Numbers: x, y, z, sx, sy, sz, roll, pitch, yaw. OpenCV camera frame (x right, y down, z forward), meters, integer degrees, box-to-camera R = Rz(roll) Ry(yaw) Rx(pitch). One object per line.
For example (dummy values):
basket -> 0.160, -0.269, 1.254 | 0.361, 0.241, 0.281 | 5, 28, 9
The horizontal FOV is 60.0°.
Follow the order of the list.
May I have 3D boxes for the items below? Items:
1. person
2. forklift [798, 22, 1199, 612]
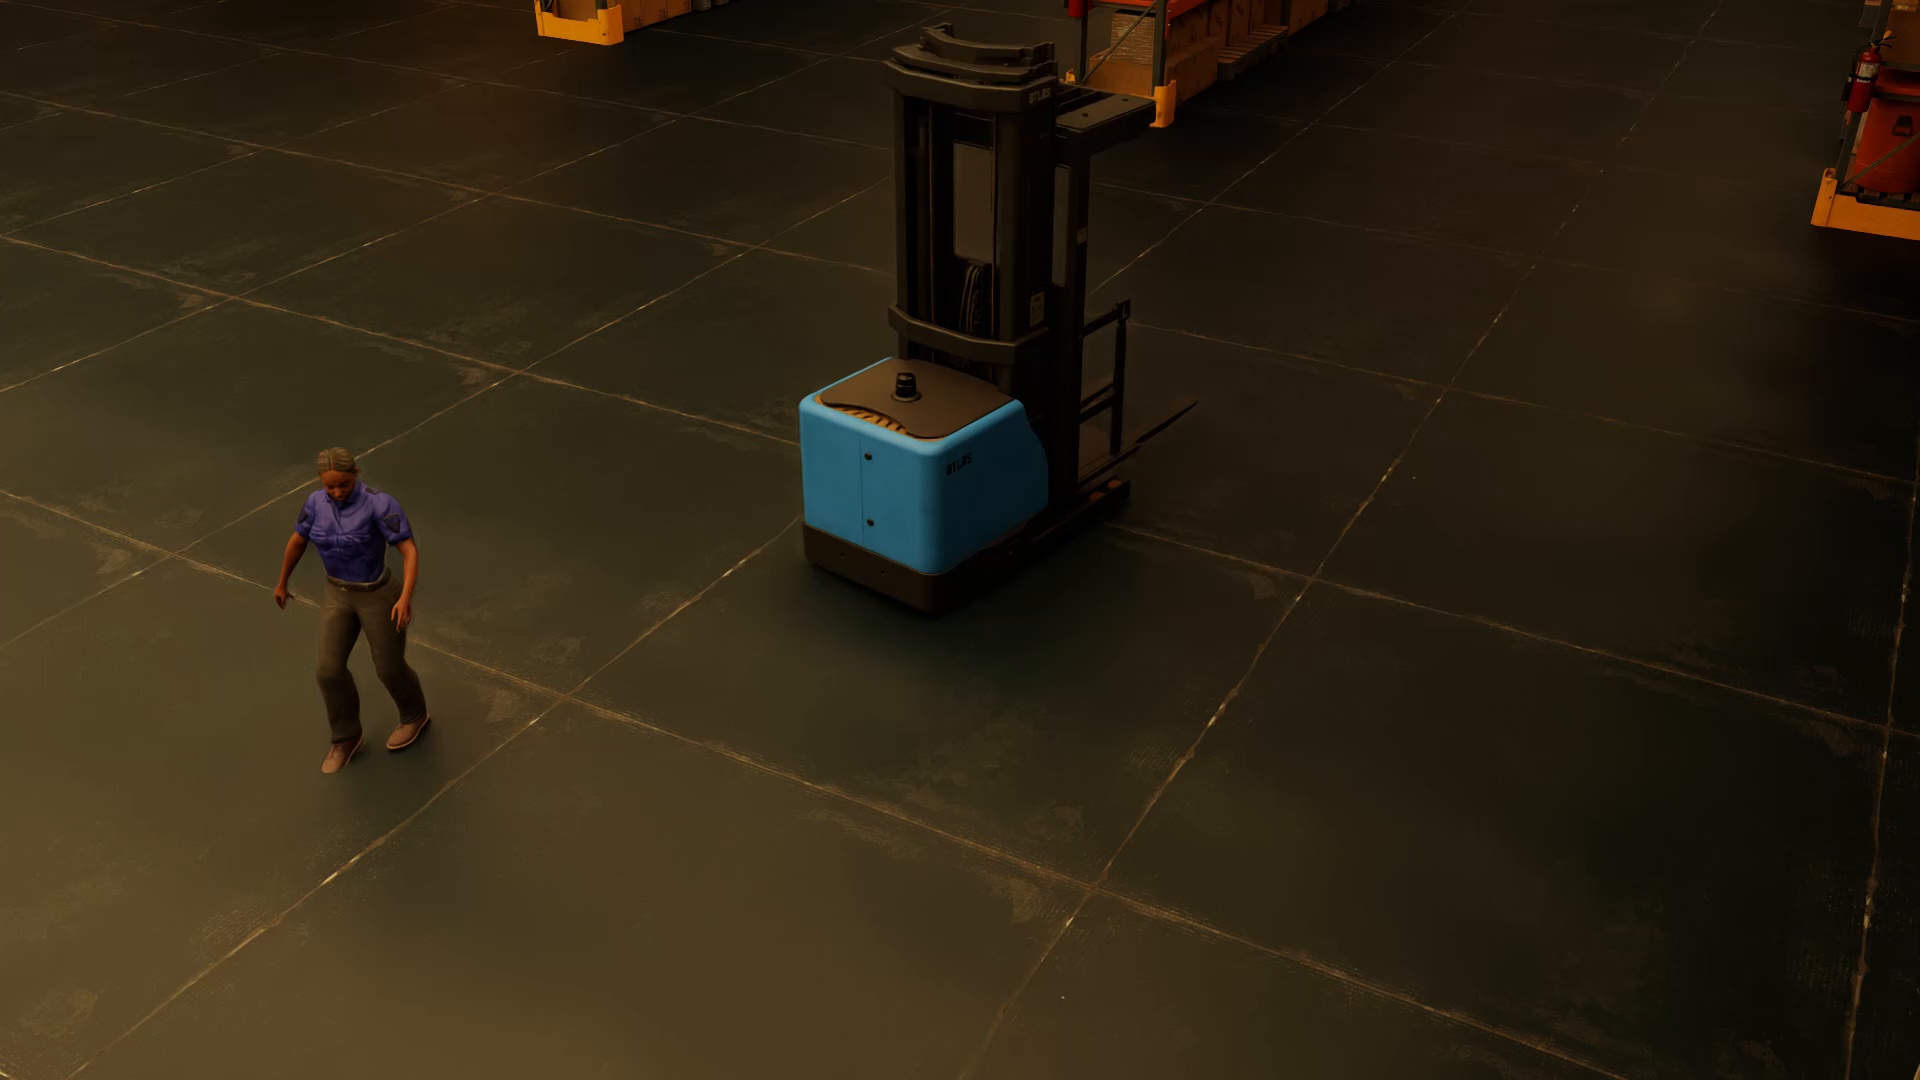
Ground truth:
person -> -2.862, 0.344, 7.835 | 0.899, 1.687, 0.551 | 8, 31, 14
forklift -> 0.401, -1.542, 9.742 | 1.130, 2.935, 3.031 | 22, 36, 33
